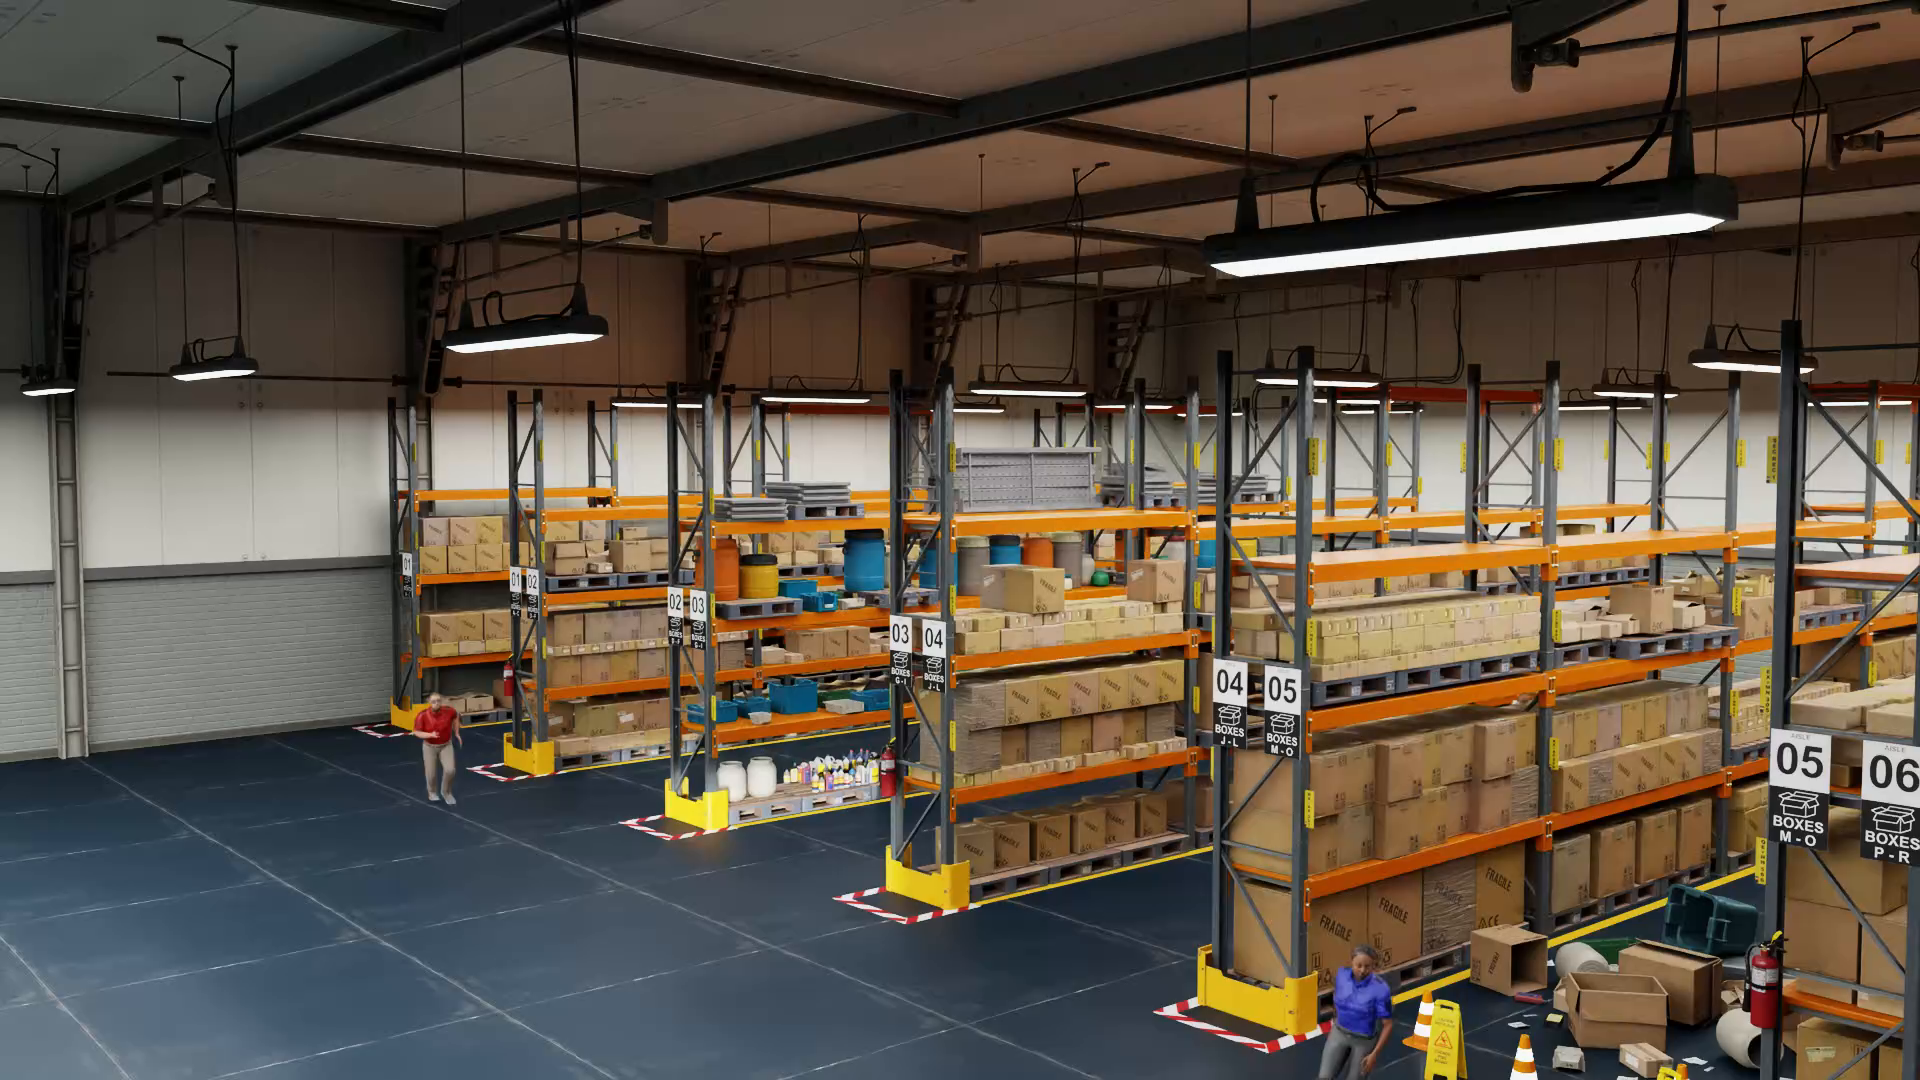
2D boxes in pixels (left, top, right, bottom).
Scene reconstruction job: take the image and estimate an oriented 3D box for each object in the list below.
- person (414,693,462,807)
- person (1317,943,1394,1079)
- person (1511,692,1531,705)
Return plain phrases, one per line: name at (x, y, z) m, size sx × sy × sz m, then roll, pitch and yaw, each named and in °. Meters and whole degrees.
person at (-7.405, 2.971, 23.604) m, size 0.665 × 1.655 × 0.956 m, roll -1°, pitch 4°, yaw -22°
person at (2.873, 3.667, 12.104) m, size 0.606 × 1.566 × 0.694 m, roll 2°, pitch 4°, yaw 28°
person at (8.128, 2.910, 23.960) m, size 0.645 × 1.727 × 0.651 m, roll -3°, pitch 4°, yaw -40°
